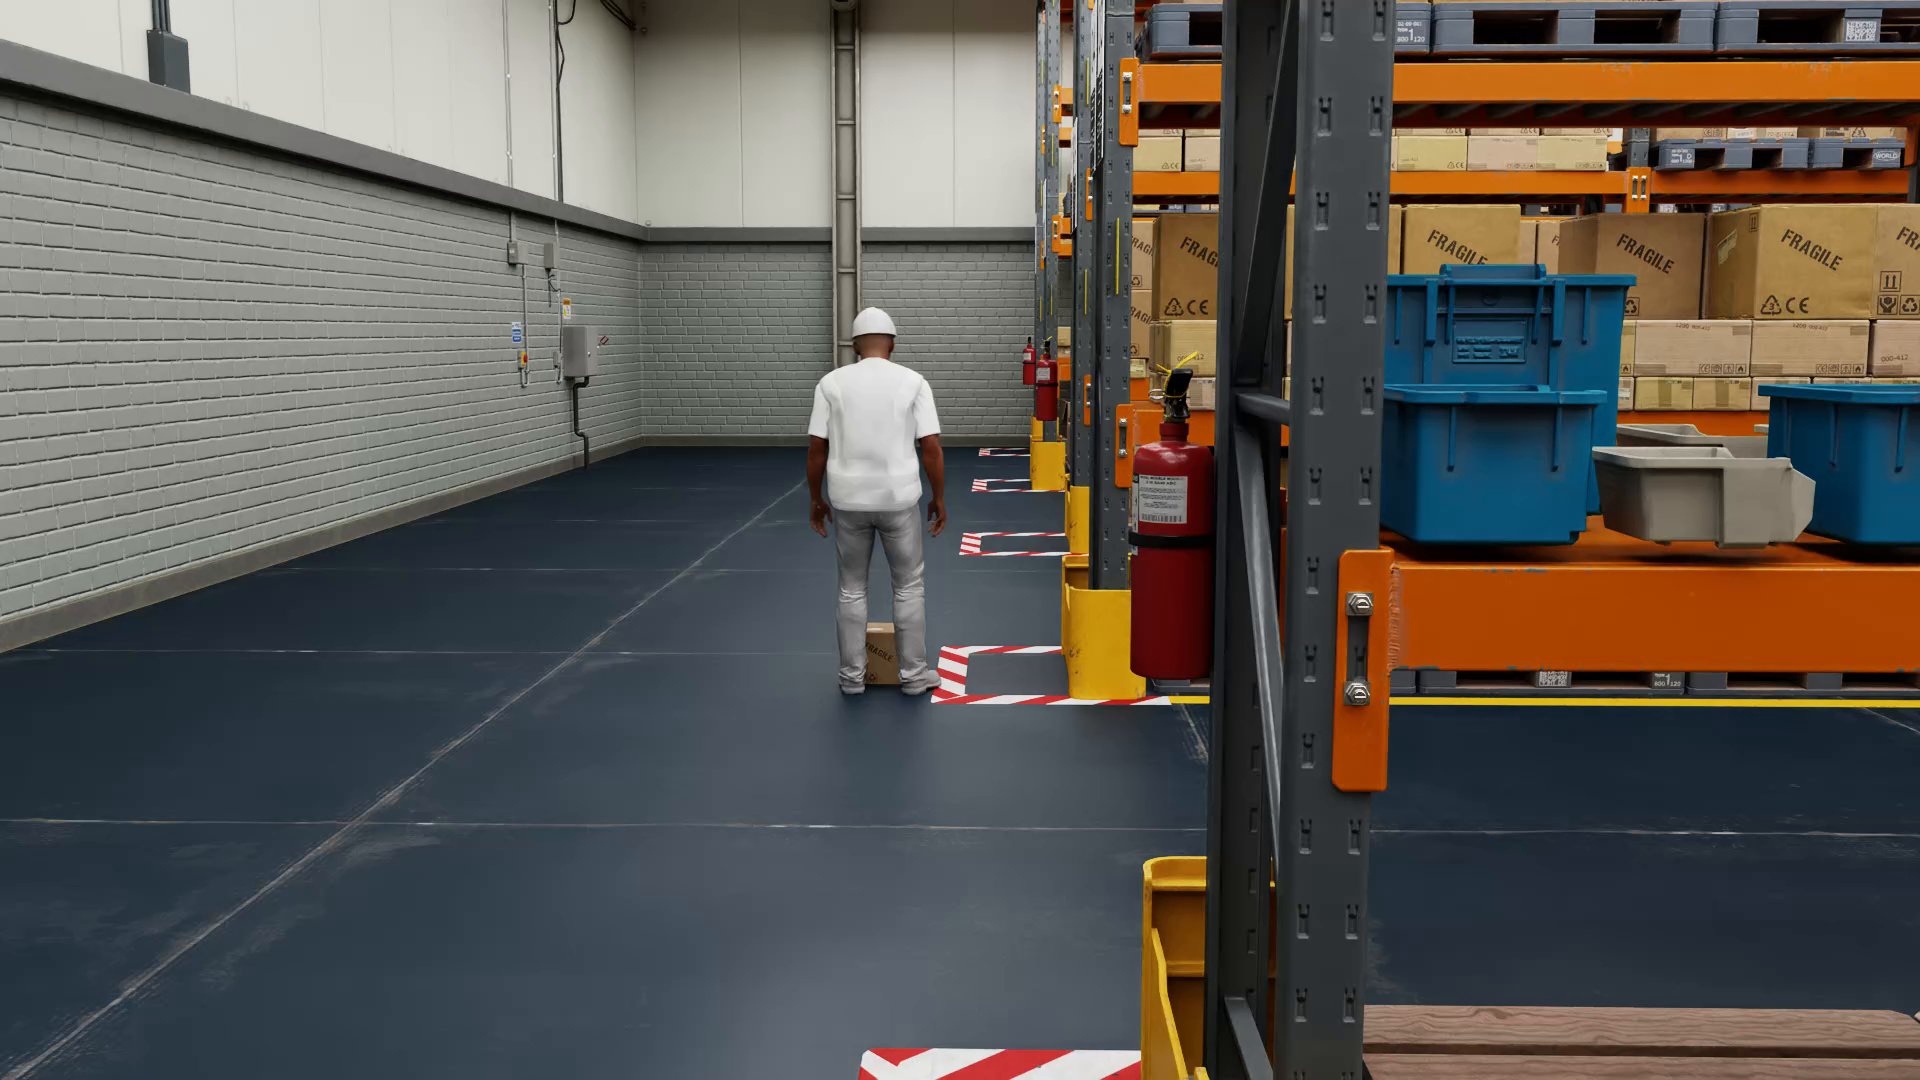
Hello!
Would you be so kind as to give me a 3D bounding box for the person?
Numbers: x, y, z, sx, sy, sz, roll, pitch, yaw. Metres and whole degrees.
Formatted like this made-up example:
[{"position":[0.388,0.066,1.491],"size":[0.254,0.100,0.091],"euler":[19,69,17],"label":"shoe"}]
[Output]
[{"position":[-0.378,-0.179,7.621],"size":[0.634,1.760,0.463],"euler":[1,7,6],"label":"person"}]
